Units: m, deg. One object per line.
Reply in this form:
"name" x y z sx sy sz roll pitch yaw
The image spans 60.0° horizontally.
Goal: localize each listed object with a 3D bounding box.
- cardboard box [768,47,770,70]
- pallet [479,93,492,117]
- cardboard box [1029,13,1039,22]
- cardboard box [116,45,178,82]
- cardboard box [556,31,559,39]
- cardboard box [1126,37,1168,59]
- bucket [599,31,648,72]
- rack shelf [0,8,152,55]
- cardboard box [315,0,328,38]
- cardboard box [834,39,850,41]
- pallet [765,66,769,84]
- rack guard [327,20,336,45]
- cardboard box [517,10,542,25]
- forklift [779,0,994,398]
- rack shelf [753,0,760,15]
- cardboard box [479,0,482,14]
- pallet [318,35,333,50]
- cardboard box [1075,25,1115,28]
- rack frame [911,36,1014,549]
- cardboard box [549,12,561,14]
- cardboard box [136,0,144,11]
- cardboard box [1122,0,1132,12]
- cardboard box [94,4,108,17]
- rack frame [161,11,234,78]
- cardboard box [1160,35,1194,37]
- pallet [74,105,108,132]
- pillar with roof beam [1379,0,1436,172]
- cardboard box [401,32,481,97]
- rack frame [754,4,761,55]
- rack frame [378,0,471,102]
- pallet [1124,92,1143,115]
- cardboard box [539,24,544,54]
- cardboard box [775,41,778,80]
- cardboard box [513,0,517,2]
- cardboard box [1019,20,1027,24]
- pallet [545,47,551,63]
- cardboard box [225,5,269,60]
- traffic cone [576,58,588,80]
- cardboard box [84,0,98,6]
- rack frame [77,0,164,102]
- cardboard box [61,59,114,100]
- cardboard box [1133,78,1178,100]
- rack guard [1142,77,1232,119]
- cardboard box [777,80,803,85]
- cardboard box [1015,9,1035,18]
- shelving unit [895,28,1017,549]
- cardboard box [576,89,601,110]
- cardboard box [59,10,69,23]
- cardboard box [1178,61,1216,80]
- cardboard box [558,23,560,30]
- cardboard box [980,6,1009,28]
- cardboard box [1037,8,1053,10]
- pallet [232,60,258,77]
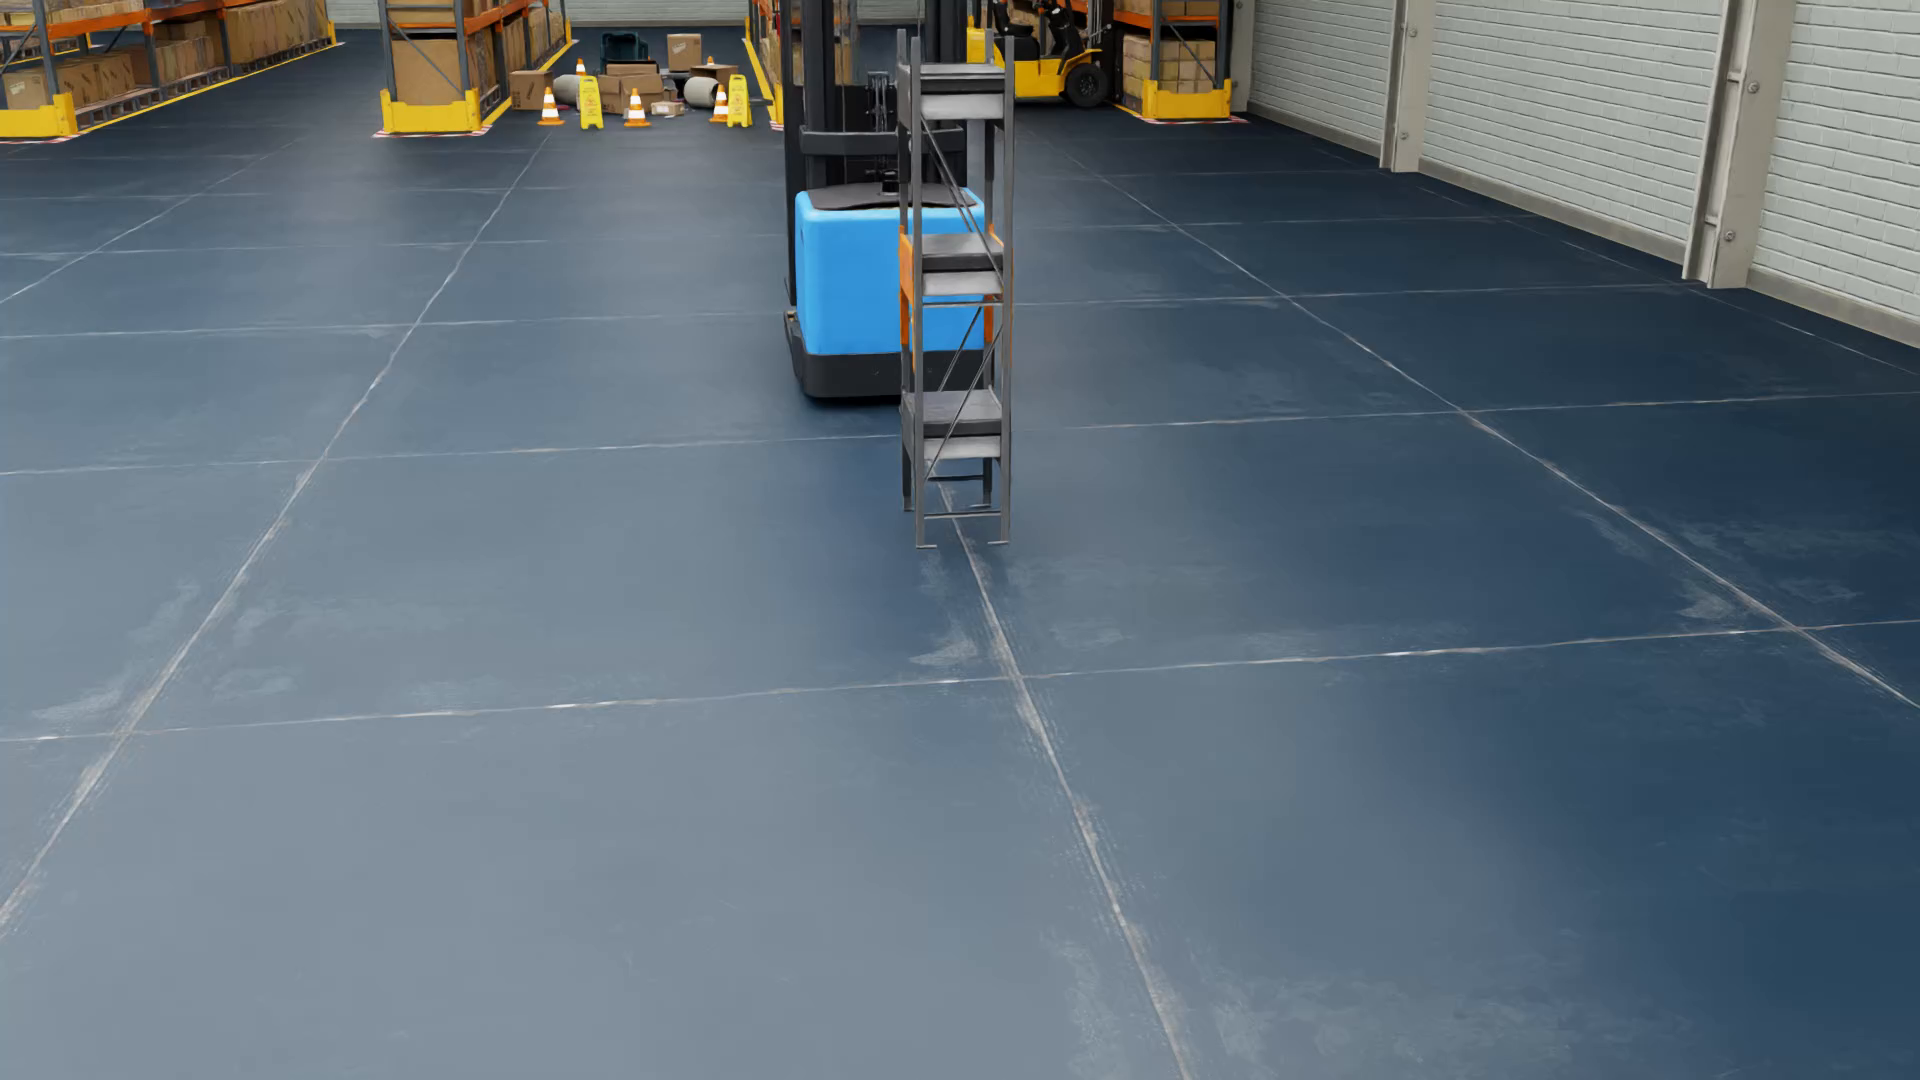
"cardboard box" -2.598 -7.711 26.731 0.950 0.372 0.625 -2 21 -4
"pallet" -7.086 -6.034 23.069 1.003 0.211 1.213 -3 21 -8
"cardboard box" 1.506 -9.806 31.229 0.380 0.149 0.250 -3 21 -9
"cardboard box" -12.337 -7.230 25.232 0.700 0.500 0.500 -3 21 -8
"cardboard box" -8.488 -10.430 34.328 0.380 0.149 0.250 -3 21 -7
"cardboard box" 2.620 -6.879 23.248 0.500 0.250 0.500 -3 21 -7
"bucket" -4.996 -7.278 24.922 0.726 0.611 0.620 4 11 11
"rack shelf" -11.931 -6.786 22.126 1.077 0.370 4.000 -3 21 -8
"cardboard box" -13.778 -10.954 34.694 0.875 0.875 0.875 -3 21 -8
"cardboard box" -1.763 -6.673 23.052 0.500 0.500 0.500 -4 21 -10
"pallet" -2.706 -7.702 27.535 1.003 0.211 1.213 -3 21 -8
"rack guard" -13.953 -10.808 35.438 1.175 0.500 0.348 -3 21 -8
"cardboard box" -7.942 -9.571 30.456 0.500 0.250 0.500 -4 21 -10
"forklift" -0.539 -2.629 10.067 1.130 2.935 3.031 -3 21 -8
"rack shelf" -3.278 -10.056 30.880 1.077 0.370 4.000 -3 21 -8
"cardboard box" -6.993 -7.413 22.563 0.875 0.550 0.500 -3 21 -8
"pallet" -13.757 -10.391 34.736 1.003 0.211 1.213 -3 21 -8
"cardboard box" 2.197 -8.361 28.108 0.875 0.625 0.625 -4 21 -10
"rack frame" 0.011 -0.956 6.776 0.400 2.100 0.015 -3 21 -8
"cardboard box" -8.700 -11.155 35.419 0.380 0.149 0.250 -3 21 -7
"cardboard box" -11.898 -7.638 23.739 0.380 0.149 0.250 -3 21 -8
"cardboard box" 2.604 -7.743 23.519 0.500 0.500 0.500 -3 21 -9
"cardboard box" -11.696 -7.118 22.346 0.380 0.149 0.250 -3 21 -8
"rack frame" -12.796 -9.200 27.562 1.000 3.000 0.127 -3 21 -8
"cardboard box" 3.056 -7.081 23.790 0.500 0.250 0.500 -3 21 -8
"pallet" -11.736 -5.434 21.463 1.003 0.211 1.213 -3 21 -8
"pillar with roof beam" 0.471 -7.984 15.732 9.100 9.000 0.400 -3 21 -8
"cardboard box" -7.012 -6.383 22.456 0.875 0.875 0.875 -3 21 -9
"rack frame" -3.566 -11.085 32.609 1.000 3.000 0.127 -3 21 -8
"rack frame" -6.720 -6.646 20.722 1.000 3.000 0.127 -3 21 -8
"pallet" 2.923 -6.138 23.349 1.003 0.211 1.213 -3 21 -8
"cardboard box" -7.951 -9.227 30.607 0.500 0.500 0.500 -3 21 -9
"cardboard box" -2.289 -6.635 22.952 0.500 0.500 0.500 -2 21 -6
"cardboard box" -7.322 -8.797 26.339 0.500 0.500 0.500 -3 21 -7
"cardboard box" 1.415 -9.647 31.730 0.500 0.500 0.500 -4 21 -10
"pallet" -8.337 -9.225 31.613 1.003 0.211 1.213 -3 21 -8
"cardboard box" -12.996 -8.951 29.331 1.225 0.875 0.875 -3 21 -8
"traffic cone" -5.996 -7.383 26.321 0.336 0.463 0.334 -3 21 -8
"cardboard box" -11.976 -7.325 21.972 0.875 0.500 0.500 -3 21 -8
"rack frame" -12.220 -7.815 23.854 1.000 3.000 0.127 -3 21 -8
"cardboard box" -11.944 -6.292 22.747 0.500 0.500 0.500 -5 21 -13
"cardboard box" 2.694 -6.237 22.959 0.500 0.250 0.500 -3 21 -7
"rack guard" 3.078 -6.003 22.573 1.175 0.500 0.348 -3 21 -8
"cardboard box" -2.223 -6.114 22.627 0.500 0.250 0.500 -3 21 -8
"cardboard box" 1.298 -10.348 32.682 0.380 0.149 0.250 -4 21 -11
"shelving unit" -0.024 -1.041 7.002 0.431 2.100 0.503 -3 21 -8
"cardboard box" -5.227 -6.248 23.564 0.396 0.266 0.258 1 20 2
"cardboard box" -11.487 -6.598 20.955 0.380 0.149 0.250 -3 21 -8
"cardboard box" 3.212 -6.498 22.942 0.500 0.250 0.500 -3 21 -7
"cardboard box" -8.504 -10.659 34.517 0.380 0.149 0.250 -3 21 -7
"cardboard box" 0.763 -11.532 36.774 0.797 0.503 0.637 -4 21 -10
"cardboard box" 1.726 -10.463 32.987 0.380 0.149 0.250 -3 21 -8
"pallet" -12.835 -8.171 28.791 1.003 0.211 1.213 -3 21 -8
